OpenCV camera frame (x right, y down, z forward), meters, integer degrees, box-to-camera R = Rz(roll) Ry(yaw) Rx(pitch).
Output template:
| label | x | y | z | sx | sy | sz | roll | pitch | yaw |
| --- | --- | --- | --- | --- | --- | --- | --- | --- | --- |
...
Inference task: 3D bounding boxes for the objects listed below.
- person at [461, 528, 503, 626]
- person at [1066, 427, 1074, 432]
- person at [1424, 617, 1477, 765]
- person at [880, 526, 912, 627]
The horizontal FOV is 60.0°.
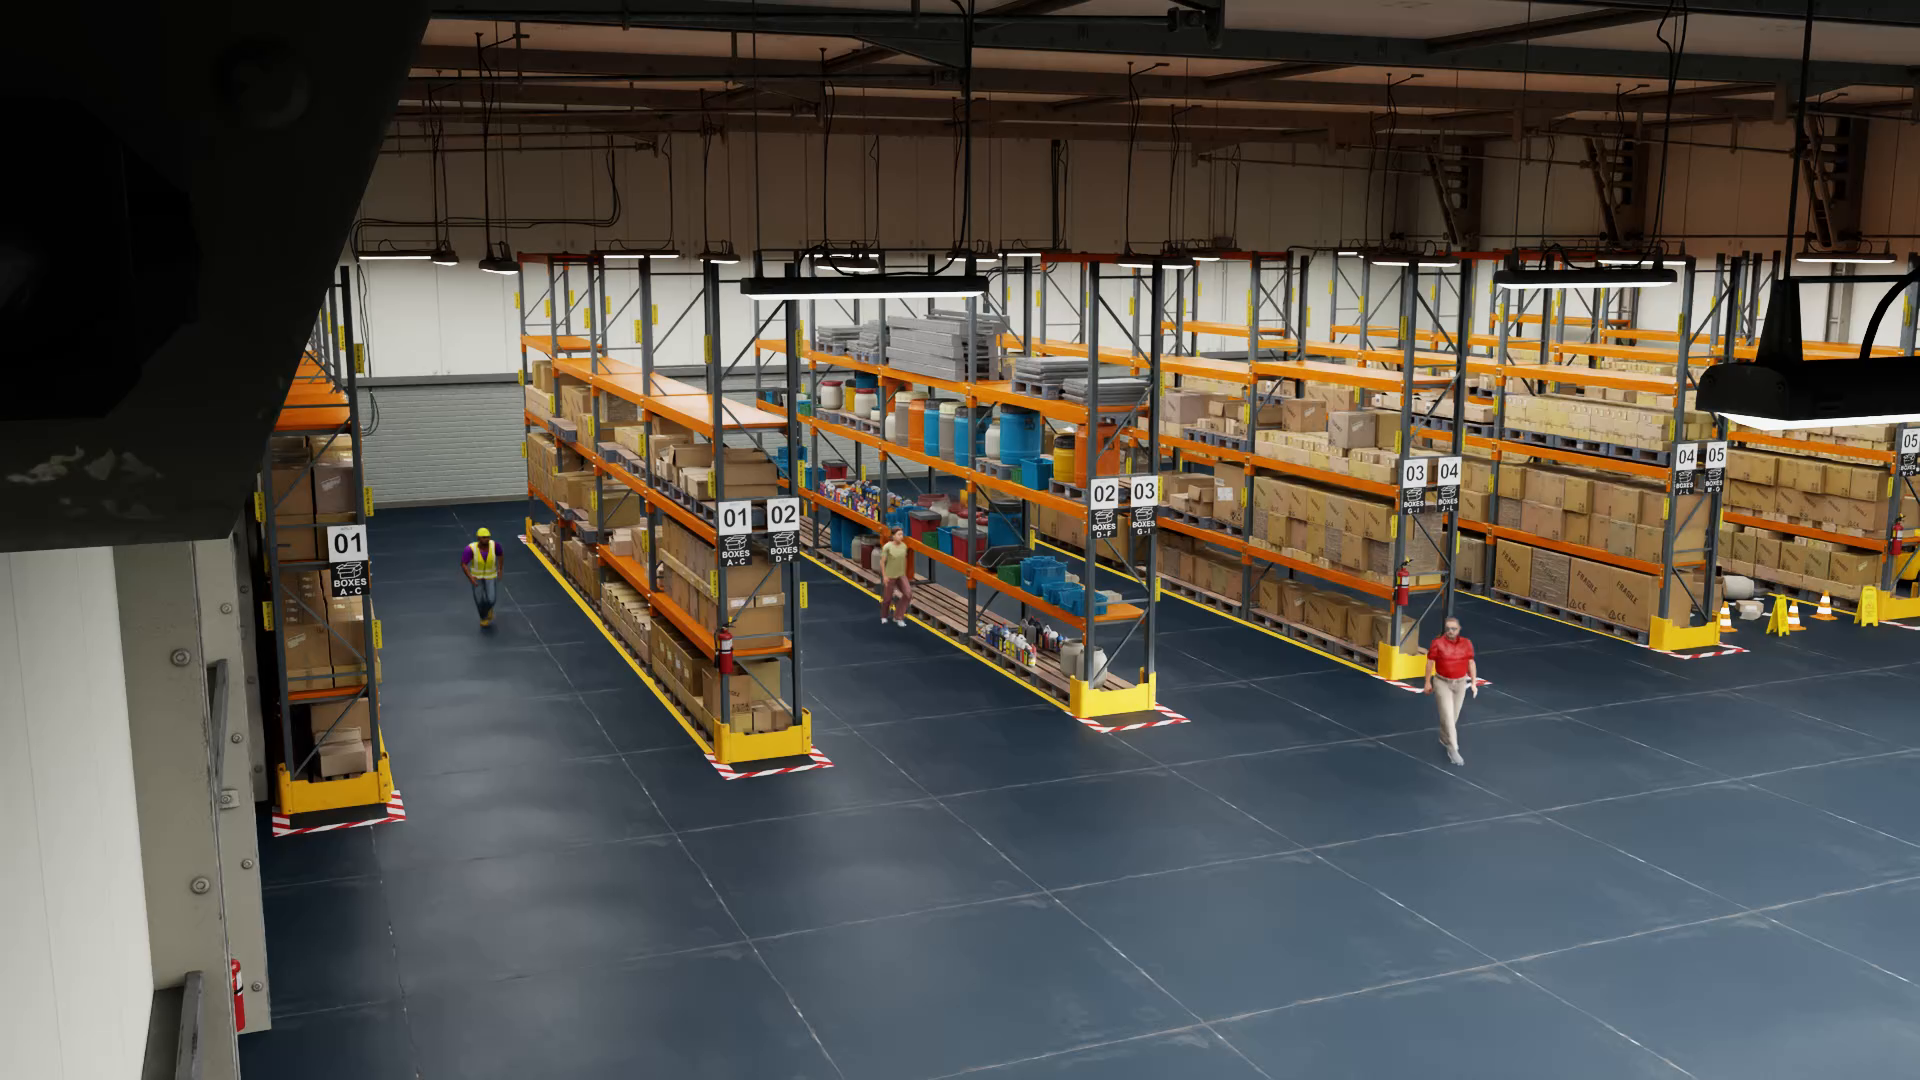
| label | x | y | z | sx | sy | sz | roll | pitch | yaw |
| --- | --- | --- | --- | --- | --- | --- | --- | --- | --- |
| person | -7.778 | 0.603 | 27.120 | 0.671 | 1.674 | 0.631 | -3 | 11 | -17 |
| person | 2.713 | -1.893 | 40.483 | 0.531 | 1.707 | 1.081 | -5 | 12 | -27 |
| person | 6.052 | 1.816 | 20.403 | 0.561 | 1.742 | 0.812 | -2 | 11 | -10 |
| person | -1.024 | 0.563 | 26.355 | 0.524 | 1.591 | 0.760 | -6 | 12 | -28 |
